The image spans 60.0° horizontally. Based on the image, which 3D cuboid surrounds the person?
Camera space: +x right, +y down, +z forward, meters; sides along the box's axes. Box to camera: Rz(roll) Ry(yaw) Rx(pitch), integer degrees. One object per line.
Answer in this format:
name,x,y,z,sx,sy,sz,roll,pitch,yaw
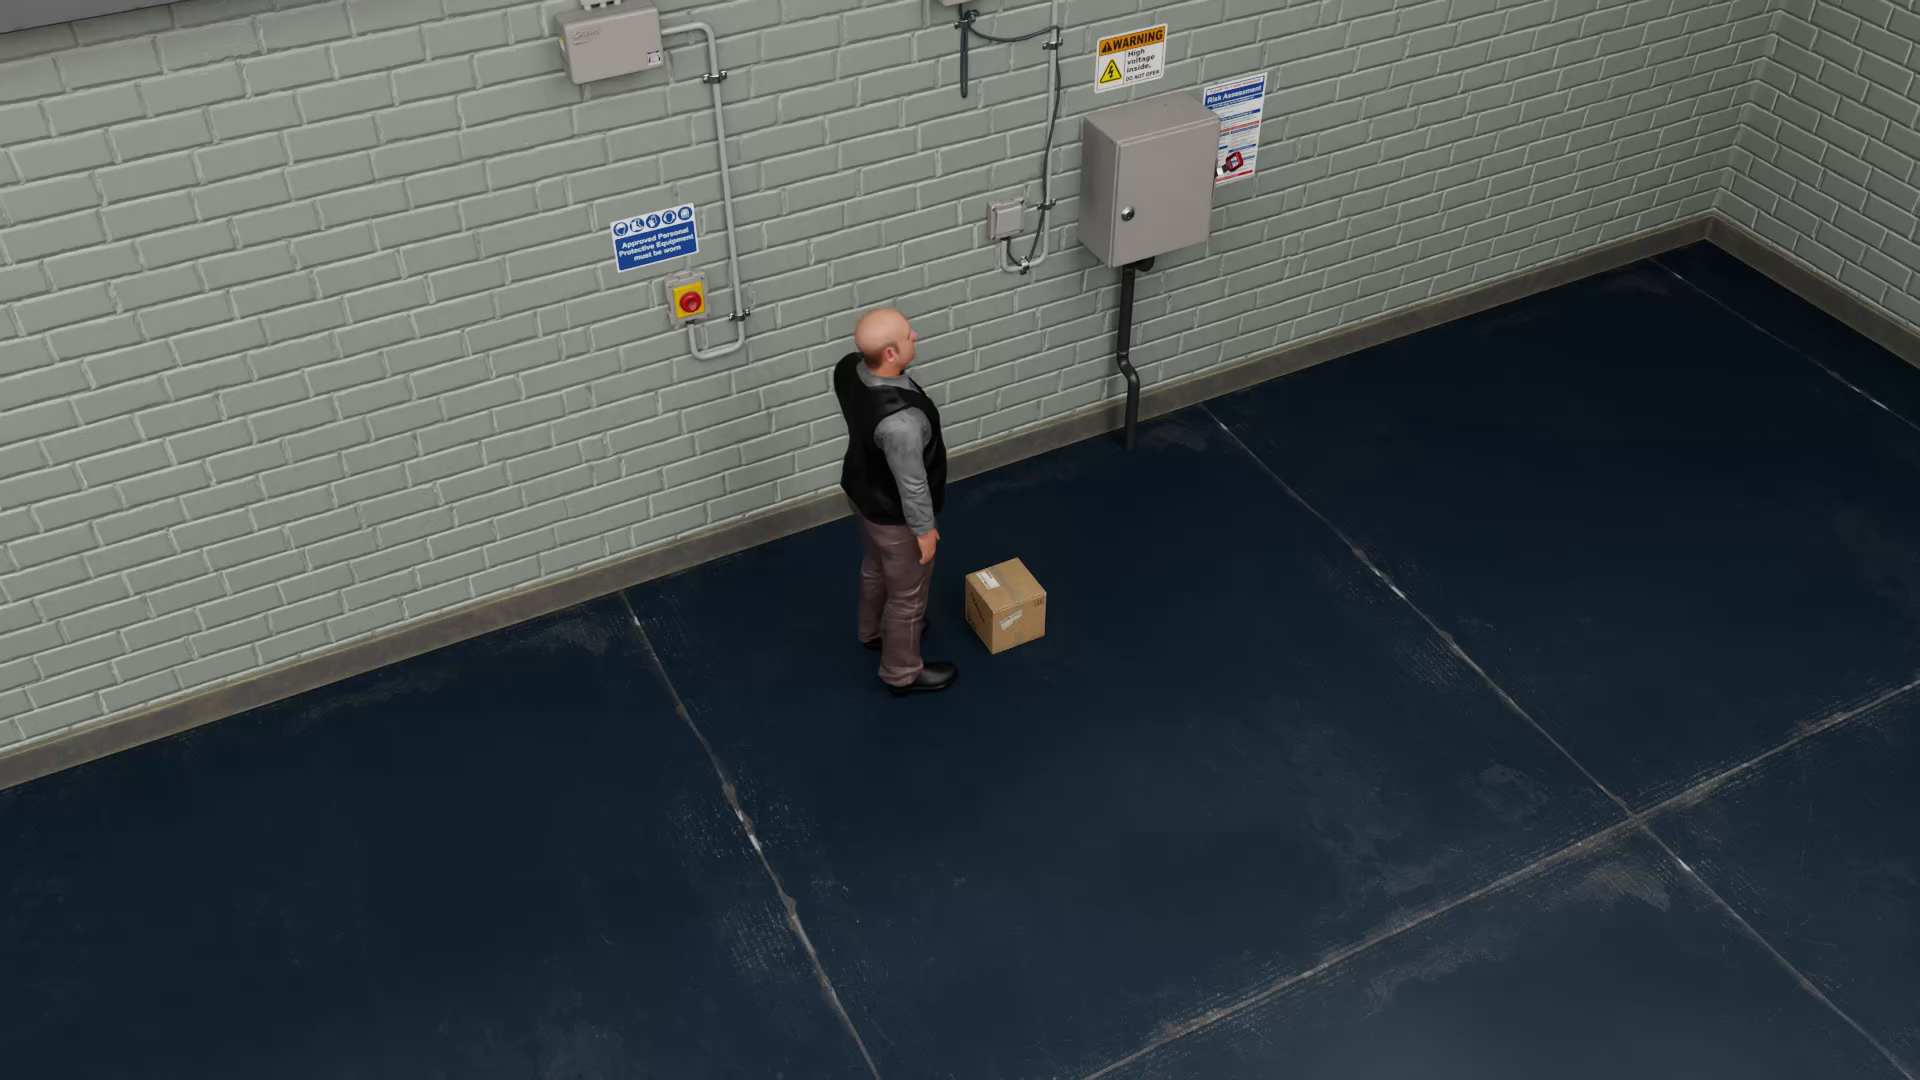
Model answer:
person,-0.233,-0.148,6.314,0.374,1.722,0.548,-19,44,-20
